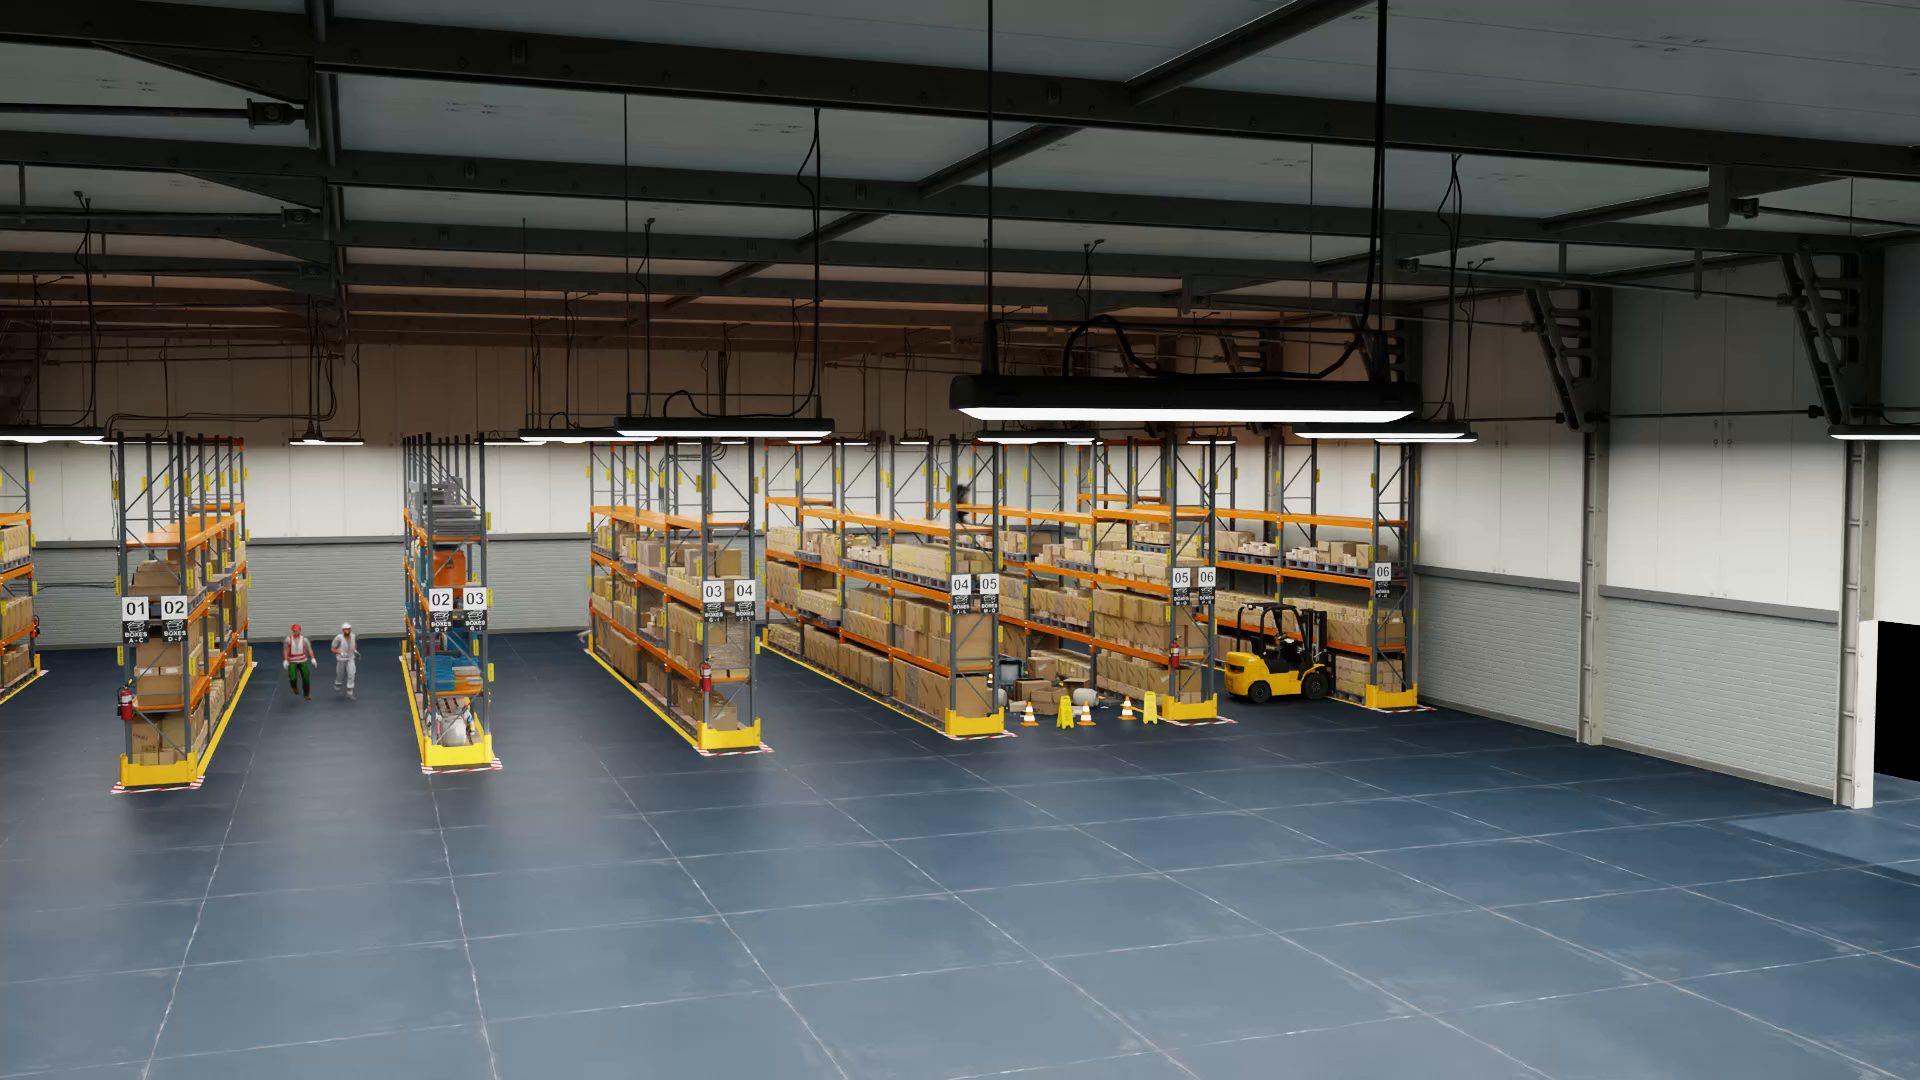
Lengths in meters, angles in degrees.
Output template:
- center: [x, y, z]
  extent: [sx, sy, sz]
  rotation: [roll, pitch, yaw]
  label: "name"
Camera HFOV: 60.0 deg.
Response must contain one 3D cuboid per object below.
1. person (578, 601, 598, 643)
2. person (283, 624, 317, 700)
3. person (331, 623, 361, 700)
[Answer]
- center: [-10.570, 2.255, 47.580]
  extent: [0.761, 1.684, 0.678]
  rotation: [0, 3, -3]
  label: "person"
- center: [-14.982, 2.767, 37.726]
  extent: [0.700, 1.748, 0.555]
  rotation: [-2, 4, -28]
  label: "person"
- center: [-14.029, 2.744, 37.904]
  extent: [0.674, 1.753, 0.958]
  rotation: [-2, 4, -38]
  label: "person"
